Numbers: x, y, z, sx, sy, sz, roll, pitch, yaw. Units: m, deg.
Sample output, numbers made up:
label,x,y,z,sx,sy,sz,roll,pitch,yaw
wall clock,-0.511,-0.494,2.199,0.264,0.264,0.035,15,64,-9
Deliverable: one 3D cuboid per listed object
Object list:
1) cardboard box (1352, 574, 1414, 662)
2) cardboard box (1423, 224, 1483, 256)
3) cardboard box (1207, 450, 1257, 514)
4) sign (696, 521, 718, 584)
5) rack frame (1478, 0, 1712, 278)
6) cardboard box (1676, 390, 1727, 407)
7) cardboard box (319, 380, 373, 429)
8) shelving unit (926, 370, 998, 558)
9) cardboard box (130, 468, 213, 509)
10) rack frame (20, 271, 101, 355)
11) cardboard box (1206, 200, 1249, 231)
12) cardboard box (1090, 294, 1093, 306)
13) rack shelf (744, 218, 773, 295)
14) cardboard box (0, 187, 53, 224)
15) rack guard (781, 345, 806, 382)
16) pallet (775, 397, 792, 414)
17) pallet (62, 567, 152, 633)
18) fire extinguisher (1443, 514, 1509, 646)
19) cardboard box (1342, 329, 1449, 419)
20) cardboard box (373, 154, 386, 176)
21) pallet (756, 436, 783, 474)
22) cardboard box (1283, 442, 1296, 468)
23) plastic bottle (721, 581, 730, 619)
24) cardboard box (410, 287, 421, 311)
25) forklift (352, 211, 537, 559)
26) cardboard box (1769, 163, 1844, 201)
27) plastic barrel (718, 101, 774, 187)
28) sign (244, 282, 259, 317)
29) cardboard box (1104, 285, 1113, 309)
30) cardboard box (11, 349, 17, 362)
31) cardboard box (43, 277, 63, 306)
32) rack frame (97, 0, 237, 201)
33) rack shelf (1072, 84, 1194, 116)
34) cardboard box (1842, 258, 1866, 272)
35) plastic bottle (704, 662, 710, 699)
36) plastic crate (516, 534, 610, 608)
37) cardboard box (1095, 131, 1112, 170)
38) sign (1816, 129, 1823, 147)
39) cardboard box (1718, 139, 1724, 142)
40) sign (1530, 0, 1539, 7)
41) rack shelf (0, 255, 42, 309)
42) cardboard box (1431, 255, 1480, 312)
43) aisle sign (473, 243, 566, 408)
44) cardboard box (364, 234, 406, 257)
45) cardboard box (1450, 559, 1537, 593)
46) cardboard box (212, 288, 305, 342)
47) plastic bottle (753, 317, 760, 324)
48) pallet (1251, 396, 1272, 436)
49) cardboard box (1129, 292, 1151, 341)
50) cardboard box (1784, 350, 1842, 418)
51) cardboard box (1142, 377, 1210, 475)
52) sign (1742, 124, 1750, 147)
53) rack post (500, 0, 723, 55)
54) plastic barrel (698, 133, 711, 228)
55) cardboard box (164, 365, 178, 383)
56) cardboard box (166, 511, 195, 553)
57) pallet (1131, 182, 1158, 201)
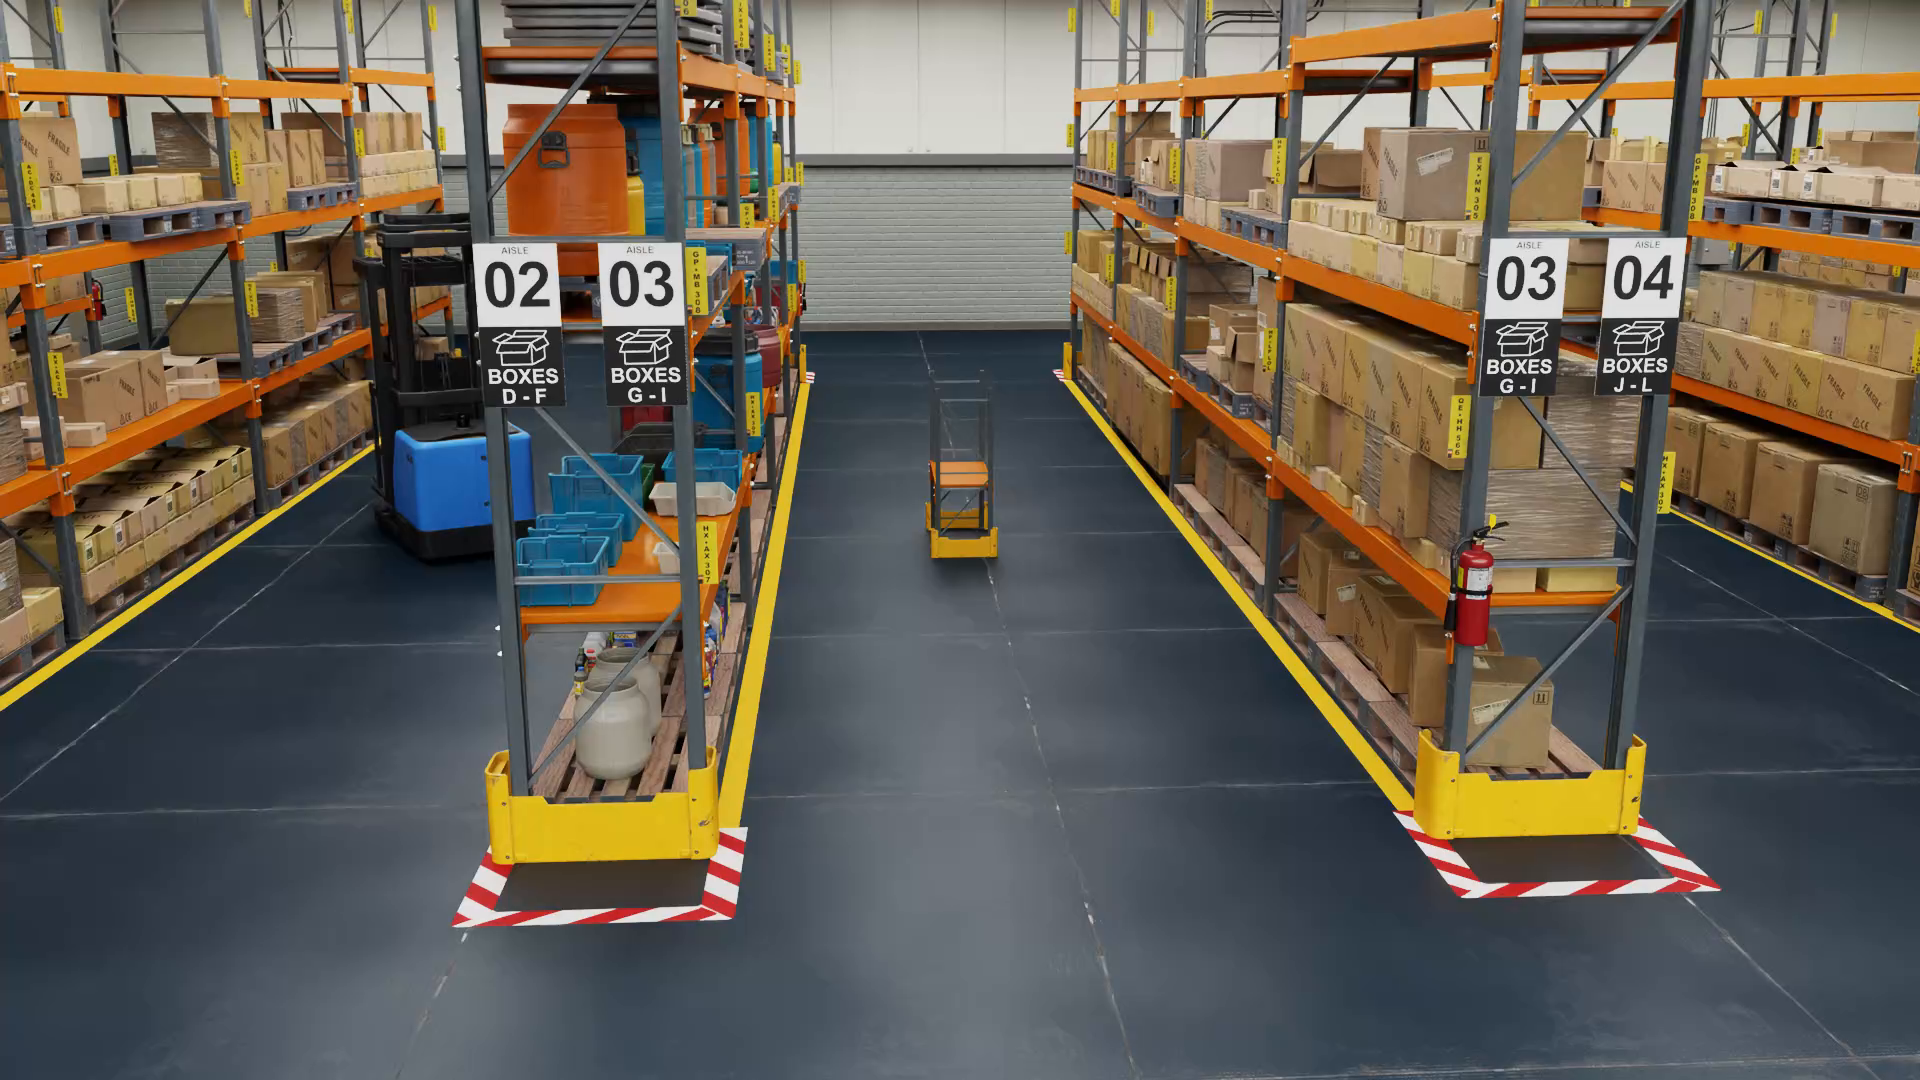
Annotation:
label,x,y,z,sx,sy,sz,roll,pitch,yaw
cardboard box,3.012,0.538,11.311,0.500,0.500,0.500,-2,15,-8
cardboard box,2.761,-1.640,9.085,0.380,0.149,0.250,-2,15,-6
cardboard box,2.728,-0.558,15.531,0.700,0.500,0.500,-2,15,-8
sign,-1.279,0.065,8.421,0.100,0.325,0.005,-1,14,-3
rack frame,3.115,-2.775,7.976,1.000,3.000,0.127,-1,14,-3
cardboard box,7.775,-1.442,17.503,0.500,0.250,0.500,-2,15,-6
cardboard box,-7.200,-1.586,19.529,0.500,0.500,0.500,-1,14,-4
shelving unit,0.005,-0.707,14.989,0.587,1.500,1.083,-1,14,-3
cardboard box,-6.923,-0.469,14.604,0.500,0.311,0.500,-1,14,-4
rack frame,-12.708,-3.619,23.297,1.000,3.000,0.127,-1,14,-3
cardboard box,2.467,-2.863,14.639,0.500,0.250,0.500,-1,14,-2
cardboard box,1.931,-3.186,22.117,0.380,0.149,0.250,-1,14,-3
rack shelf,-2.200,-2.390,13.942,1.077,0.370,4.000,-1,14,-3
cardboard box,-7.049,-2.449,12.188,0.500,0.250,0.500,1,14,2
rack guard,-2.834,-2.568,24.226,1.175,0.500,0.348,-1,14,-3
pallet,-2.656,-1.609,21.081,1.003,0.211,1.213,-1,14,-3
pallet,-7.105,0.455,13.056,1.003,0.211,1.213,-1,14,-3
fire extinguisher,2.662,0.203,8.595,0.296,0.674,0.183,-1,14,-3
cardboard box,2.746,-1.052,10.516,0.500,0.500,0.500,-1,14,-3
cardboard box,-7.331,-4.573,20.283,0.500,0.250,0.500,-1,14,-3
pallet,-2.487,-0.930,18.443,1.003,0.211,1.213,-1,14,-3
cardboard box,2.582,-0.622,12.153,0.380,0.149,0.250,-1,14,-3
plastic bottle,-1.717,0.429,12.131,0.061,0.283,0.133,0,14,-1
cardboard box,-7.373,-3.260,21.698,0.500,0.500,0.500,-1,14,-4
forklift,-4.919,-1.571,15.474,1.130,2.935,3.031,-8,17,-29
cardboard box,7.464,-3.136,14.535,0.500,0.311,0.500,-1,14,-4
plastic barrel,-2.314,-4.254,17.896,0.600,0.901,0.708,-1,14,-3
sign,-6.715,-2.277,15.758,0.100,0.325,0.005,-1,14,-3
cardboard box,2.082,-3.031,20.715,0.500,0.250,0.500,-1,14,-4
cardboard box,-12.276,-2.337,21.185,0.380,0.149,0.250,-1,14,-5
cardboard box,-12.610,-3.457,22.065,0.980,0.700,0.700,-1,14,-4
rack frame,-7.268,-4.613,15.118,1.000,3.000,0.127,-1,14,-3
rack shelf,2.247,-5.715,21.648,1.077,0.370,4.000,-1,14,-3
cardboard box,11.934,-3.779,21.711,0.500,0.500,0.500,-1,14,-4
plastic bottle,-1.630,0.859,10.483,0.097,0.271,0.097,0,14,0
plastic crate,-2.158,0.159,8.911,0.499,0.251,0.616,-1,14,-3
cardboard box,2.204,-5.204,22.191,0.700,0.500,0.500,-2,15,-7
sign,12.557,-5.850,24.329,0.100,0.325,0.005,-1,14,-3
cardboard box,7.739,-4.078,17.325,0.396,0.266,0.258,-1,14,-3
sign,6.785,-6.298,19.634,0.100,0.325,0.005,-1,14,-3
rack shelf,-6.897,-1.319,9.782,1.077,0.370,4.000,-1,14,-3
cardboard box,2.831,-1.366,8.819,0.500,0.250,0.500,-1,14,-2
aisle sign,-2.121,-1.030,8.015,0.394,0.787,0.004,-1,14,-3
cardboard box,-7.328,-3.612,21.063,0.500,0.500,0.500,-1,14,-5
cardboard box,2.891,0.184,9.018,0.380,0.149,0.250,-1,14,-3
cardboard box,-7.286,-2.344,17.298,0.700,0.500,0.500,2,15,7
plastic bottle,-2.286,-2.366,18.684,0.097,0.271,0.097,0,14,0
pallet,2.965,-0.964,13.361,1.003,0.211,1.213,-1,14,-3
cardboard box,2.213,-2.535,18.881,0.500,0.500,0.500,-1,14,-5
cardboard box,7.462,-1.341,14.243,0.500,0.500,0.500,-1,14,-3
cardboard box,2.597,-1.206,17.337,1.225,0.875,0.875,-2,15,-6
sign,11.460,-5.909,24.264,0.100,0.325,0.005,-1,14,-3
rack post,-1.749,-2.646,8.479,0.937,0.300,0.954,1,14,3
plastic barrel,-2.450,-3.073,14.293,0.600,0.830,0.708,-1,14,-3
cardboard box,-7.406,-1.439,15.000,0.500,0.311,0.500,-1,14,-4
cardboard box,-6.894,-0.071,14.181,0.500,0.250,0.500,-1,14,-2
pallet,2.477,-3.987,19.089,0.805,0.209,1.217,-1,15,-6
